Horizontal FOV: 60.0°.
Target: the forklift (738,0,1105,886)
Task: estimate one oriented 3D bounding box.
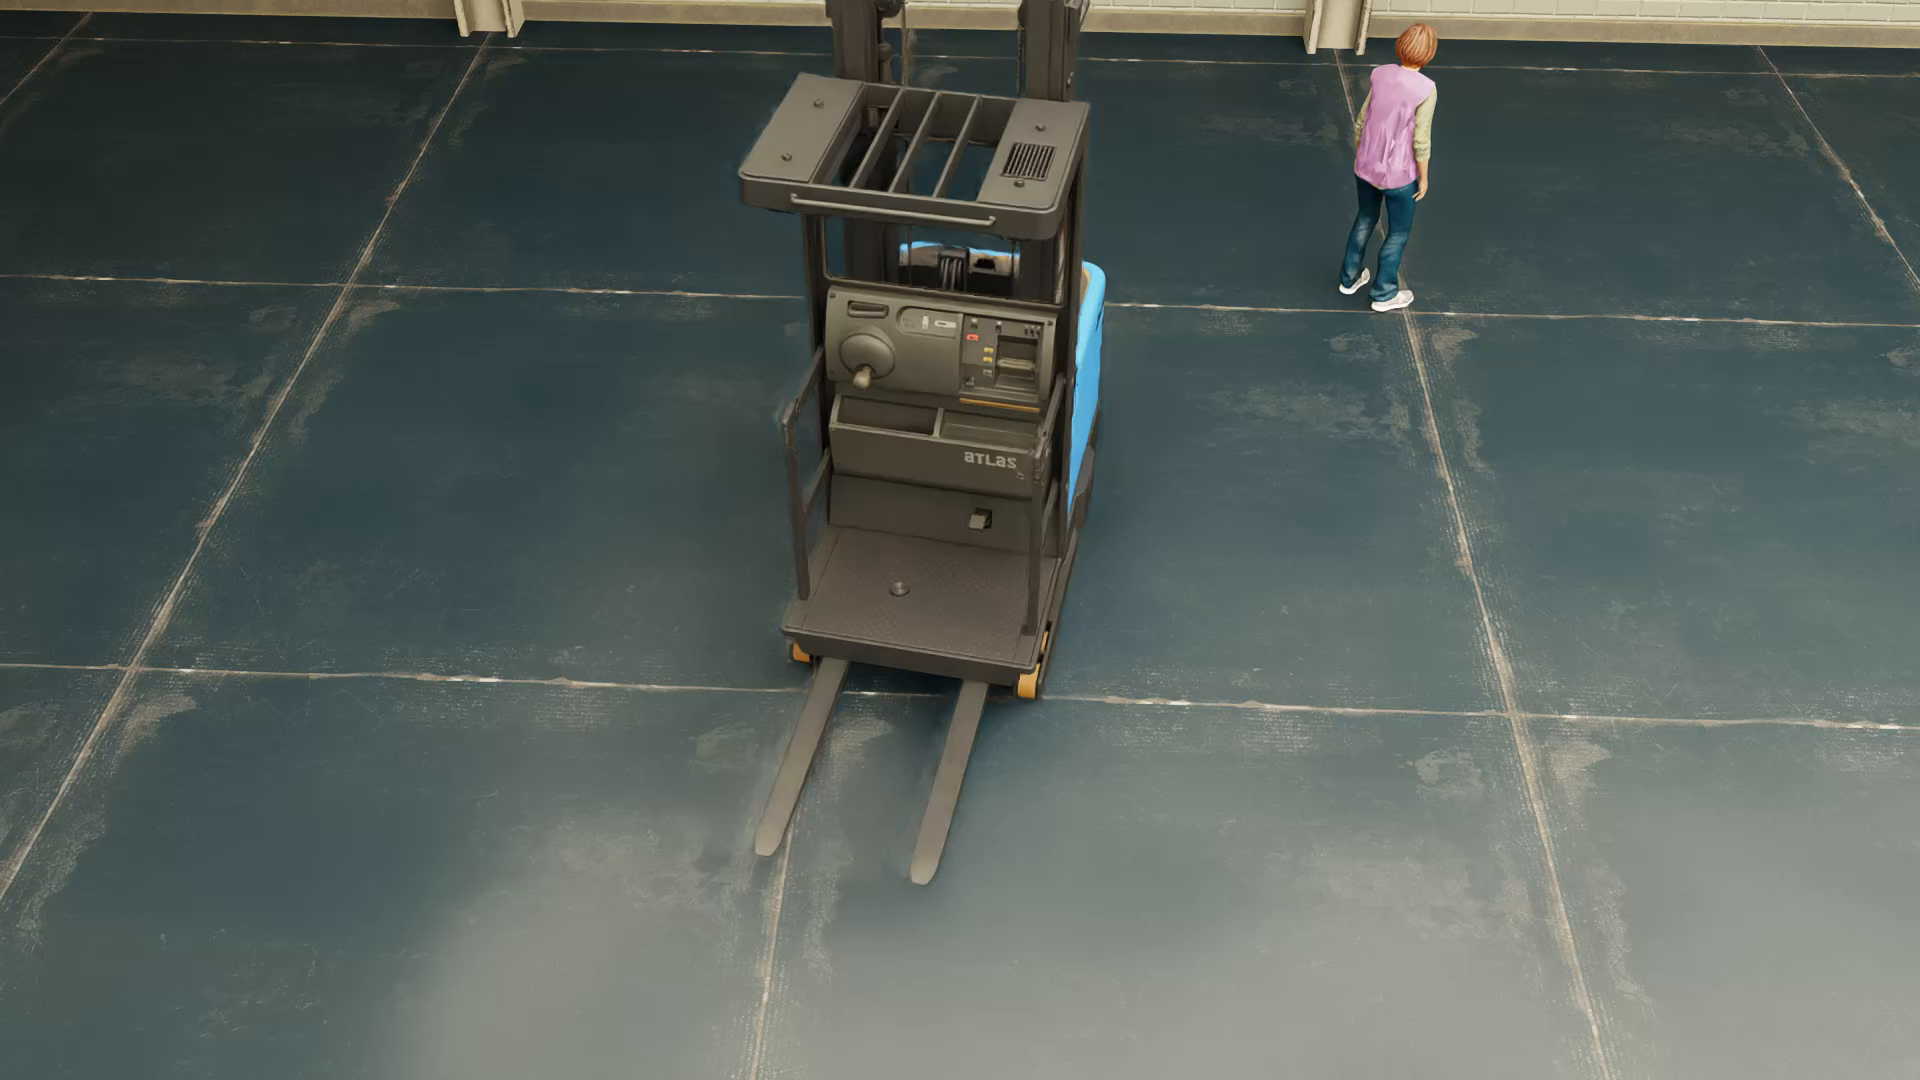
[{"bbox_3d":[-0.127,-0.680,6.487,1.130,2.935,3.031,8,43,9],"label":"forklift"}]

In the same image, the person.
[{"bbox_3d":[2.300,-1.978,8.903,0.348,1.592,0.465,-32,51,-30],"label":"person"}]
